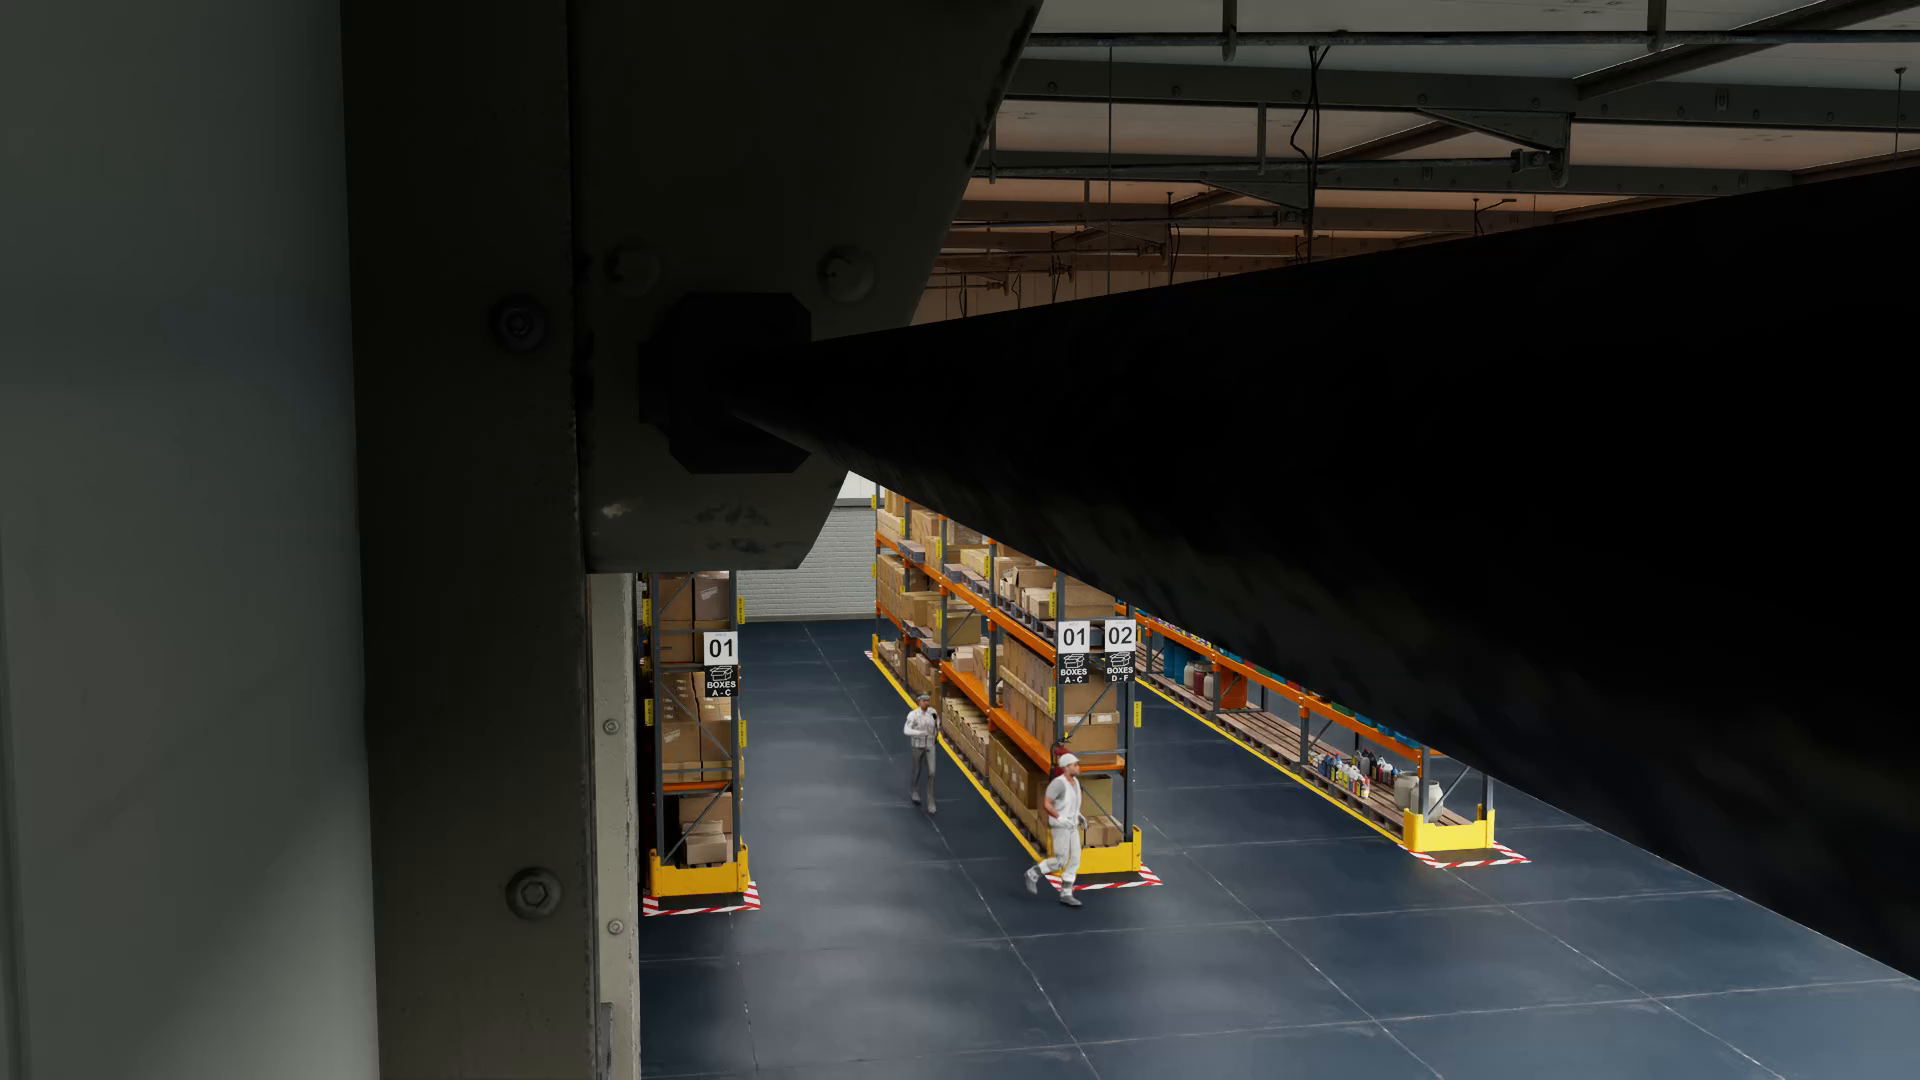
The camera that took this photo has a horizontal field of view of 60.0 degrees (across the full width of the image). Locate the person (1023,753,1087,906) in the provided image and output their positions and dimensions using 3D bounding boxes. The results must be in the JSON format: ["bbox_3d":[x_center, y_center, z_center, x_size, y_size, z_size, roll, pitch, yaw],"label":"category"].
[{"bbox_3d":[1.225,3.424,19.930,0.746,1.752,0.724,4,7,32],"label":"person"}]

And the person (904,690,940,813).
[{"bbox_3d":[-0.526,3.008,24.021,0.610,1.726,0.782,-2,6,-18],"label":"person"}]
